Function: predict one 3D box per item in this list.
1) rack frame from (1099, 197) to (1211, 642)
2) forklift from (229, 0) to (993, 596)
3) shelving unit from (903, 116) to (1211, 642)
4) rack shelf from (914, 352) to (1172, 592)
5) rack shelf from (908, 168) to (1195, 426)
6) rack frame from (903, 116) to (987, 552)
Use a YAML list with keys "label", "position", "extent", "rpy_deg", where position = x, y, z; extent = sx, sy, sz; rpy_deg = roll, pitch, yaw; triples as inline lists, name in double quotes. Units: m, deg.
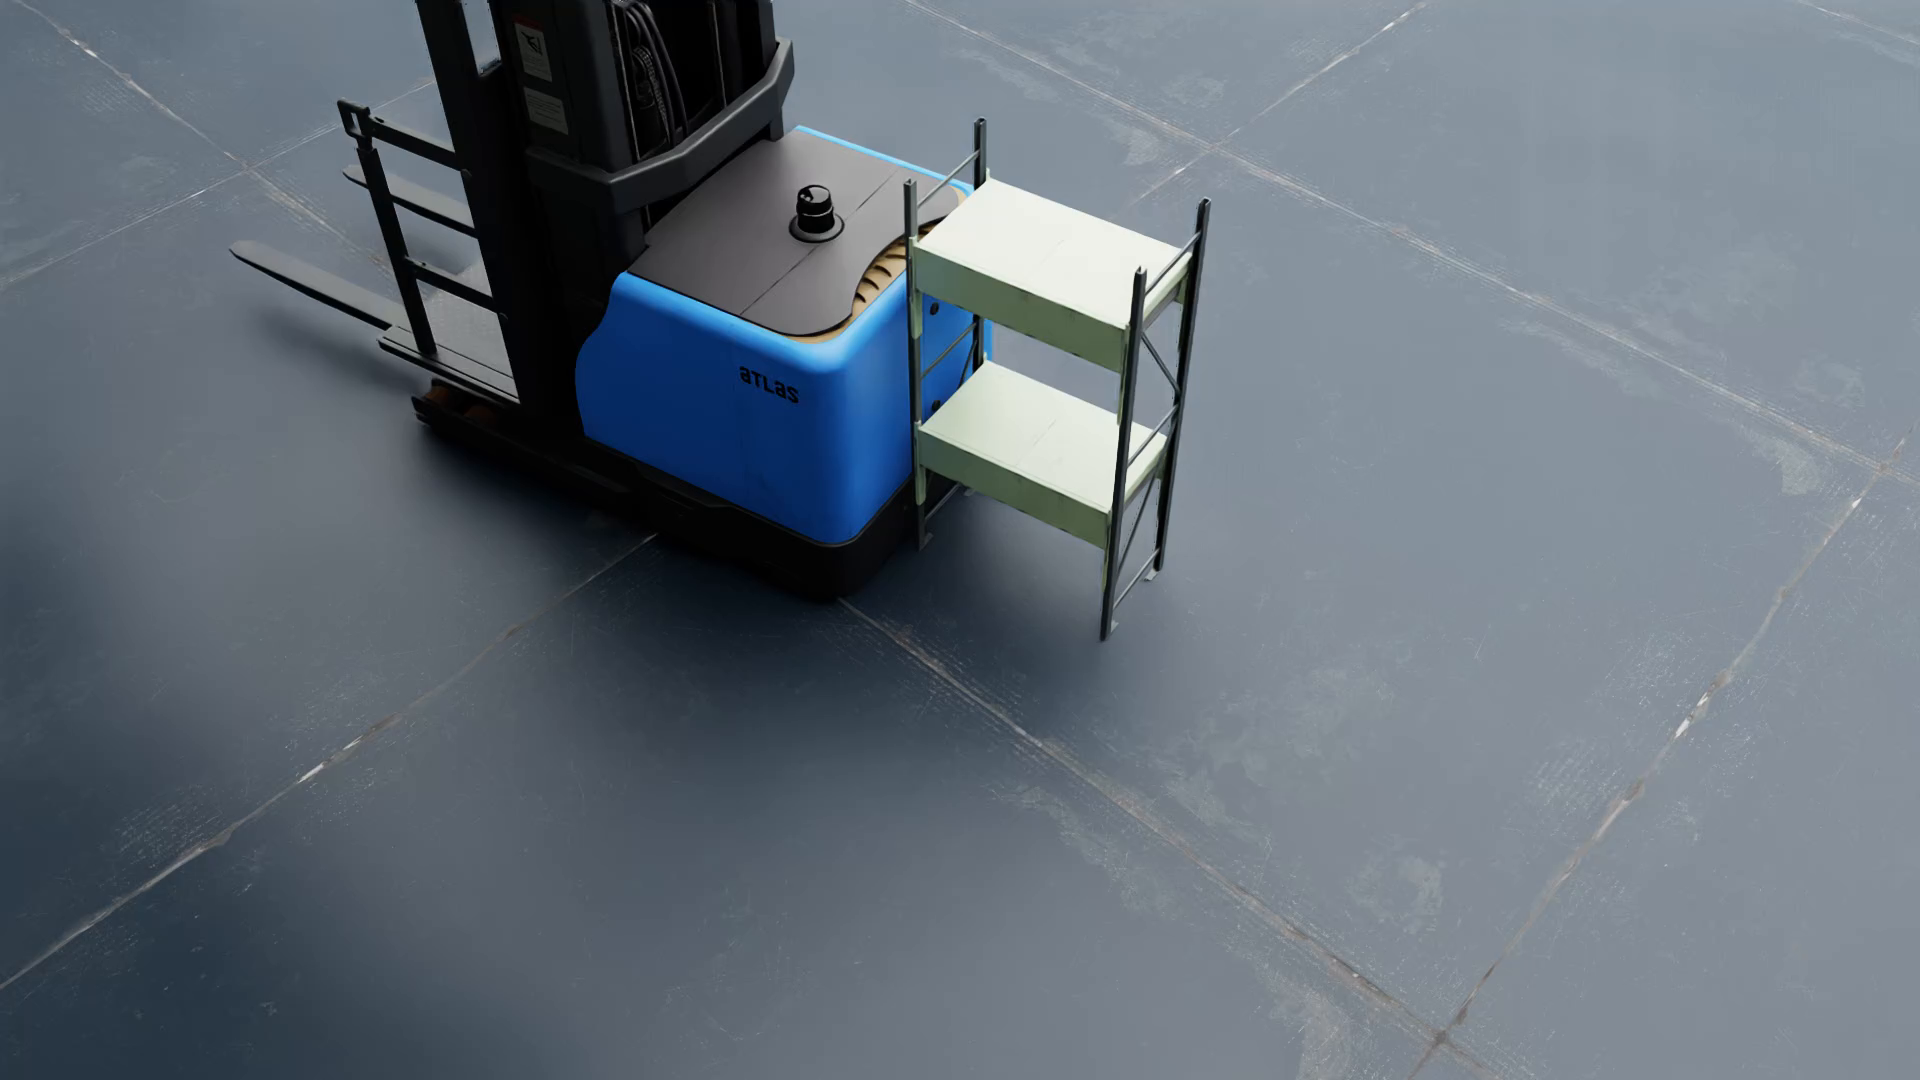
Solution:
- label: "rack frame"
  position: [0.574, -0.306, 5.009]
  extent: [0.023, 1.500, 0.400]
  rpy_deg: [25, 52, 22]
- label: "forklift"
  position: [-1.401, -1.635, 5.275]
  extent: [3.031, 2.935, 1.130]
  rpy_deg: [24, 51, 21]
- label: "shelving unit"
  position: [0.267, -0.452, 5.145]
  extent: [0.755, 1.500, 0.431]
  rpy_deg: [25, 52, 22]
- label: "rack shelf"
  position: [0.267, -0.228, 5.383]
  extent: [0.720, 0.370, 0.431]
  rpy_deg: [25, 52, 22]
- label: "rack shelf"
  position: [0.267, -0.719, 4.861]
  extent: [0.720, 0.370, 0.431]
  rpy_deg: [25, 52, 22]
- label: "rack frame"
  position: [-0.040, -0.597, 5.282]
  extent: [0.023, 1.500, 0.400]
  rpy_deg: [25, 52, 22]
